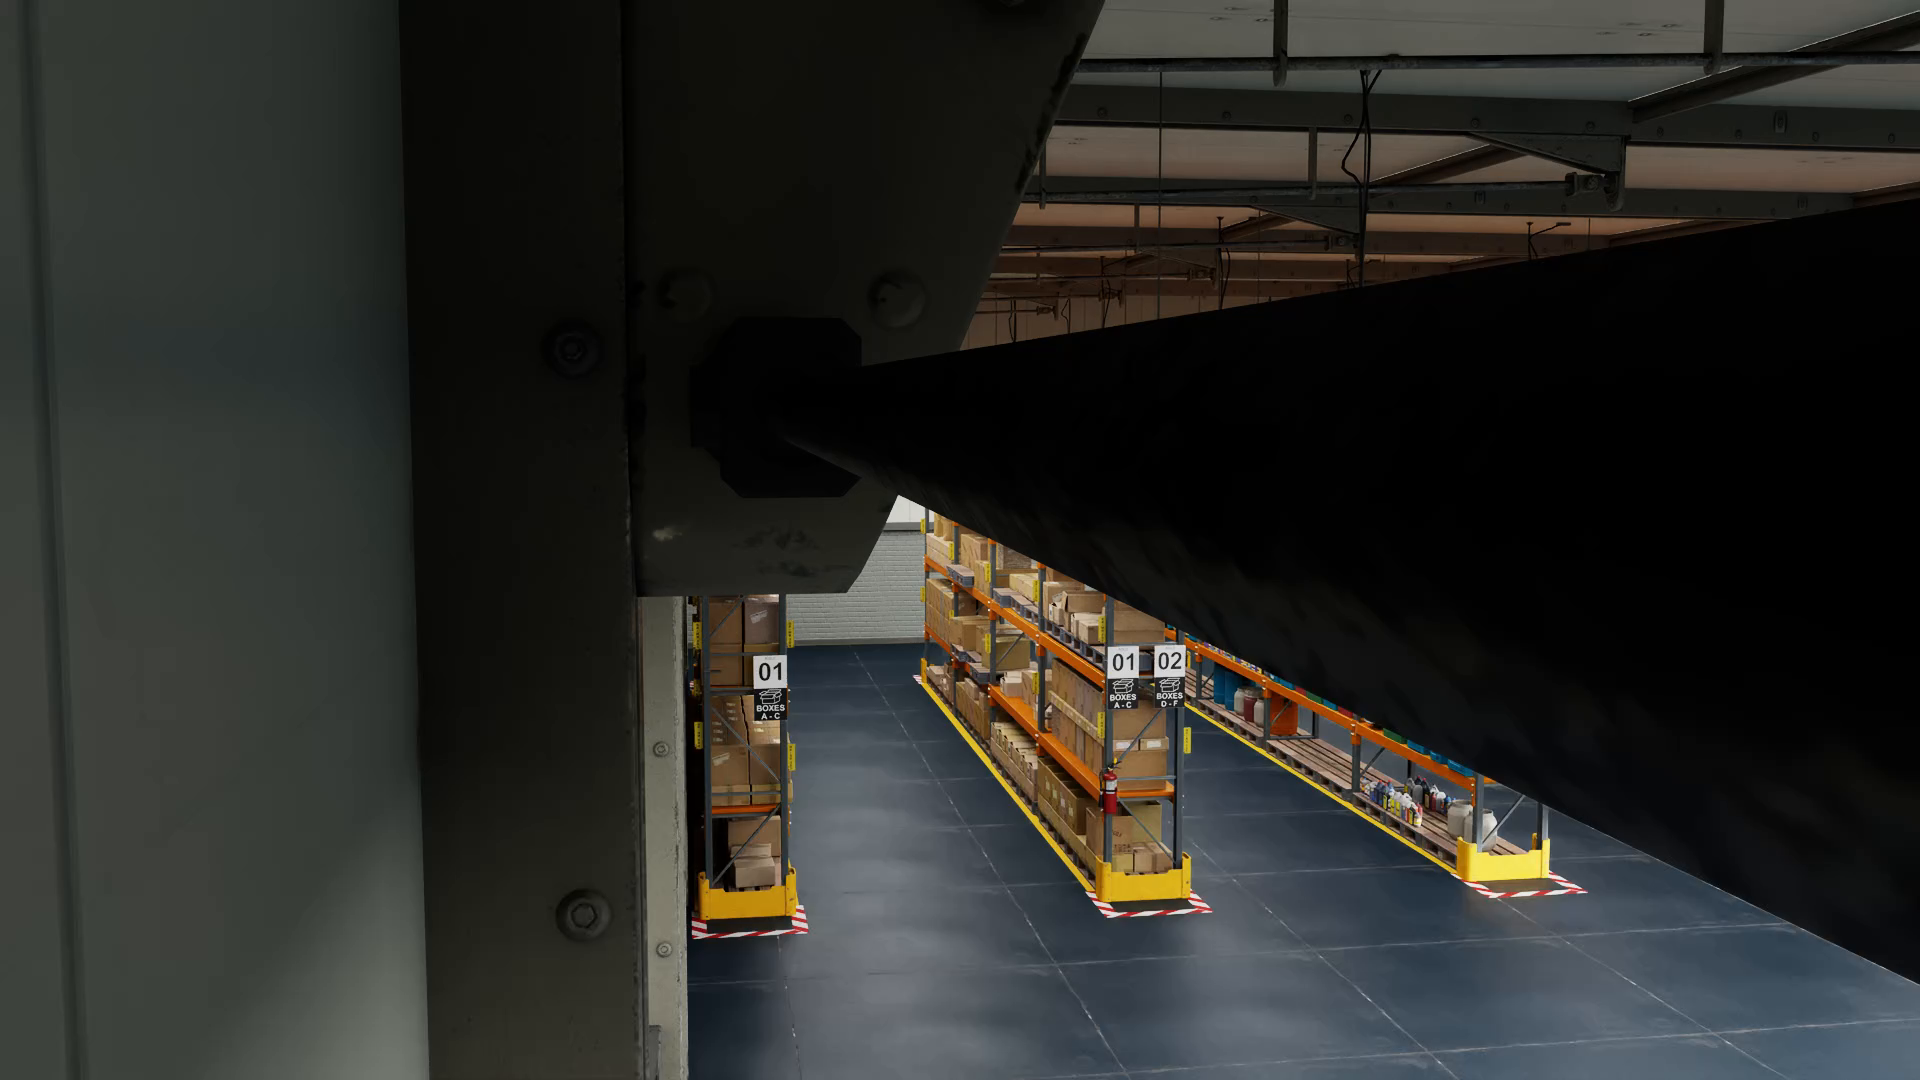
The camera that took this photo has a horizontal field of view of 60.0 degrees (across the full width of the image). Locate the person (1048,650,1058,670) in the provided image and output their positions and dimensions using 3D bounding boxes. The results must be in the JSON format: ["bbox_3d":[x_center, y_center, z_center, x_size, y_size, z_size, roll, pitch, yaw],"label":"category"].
[{"bbox_3d":[2.031,2.136,34.950,0.703,1.800,0.601,-3,6,-29],"label":"person"}]
